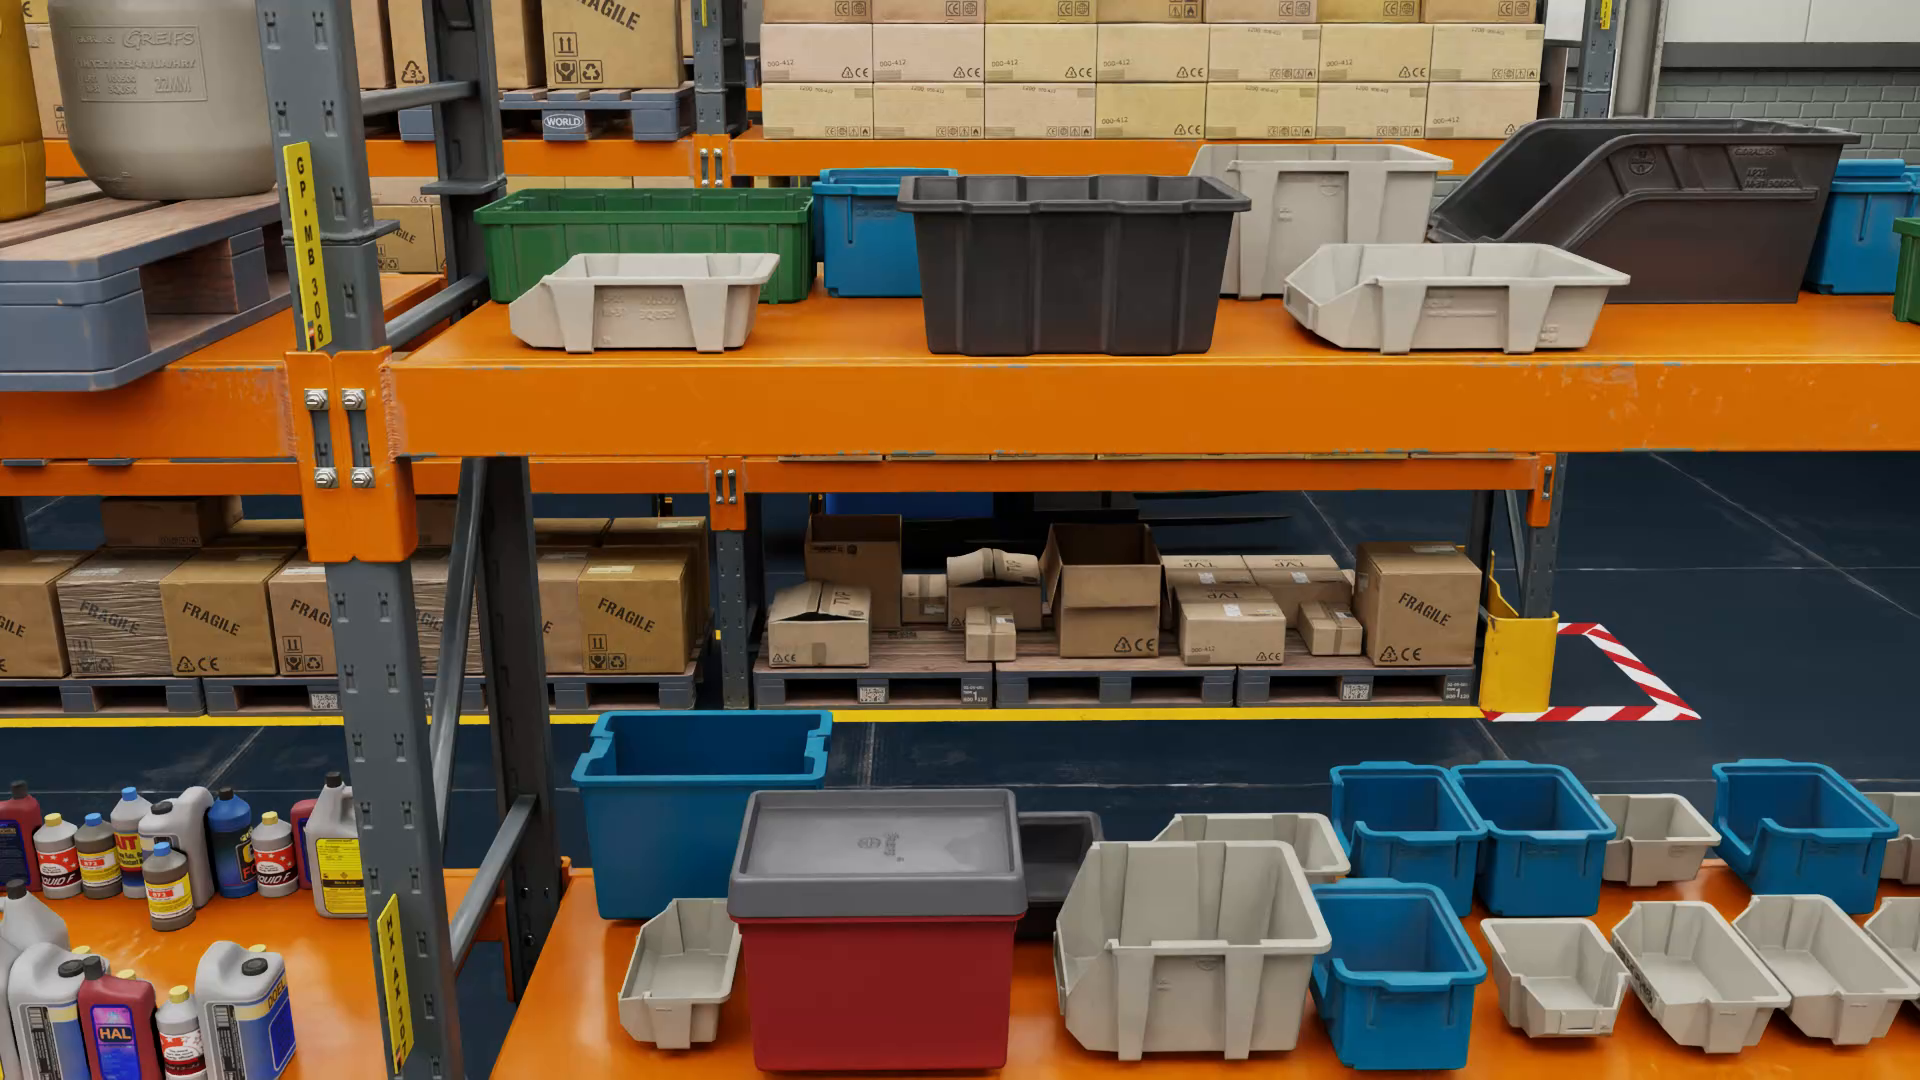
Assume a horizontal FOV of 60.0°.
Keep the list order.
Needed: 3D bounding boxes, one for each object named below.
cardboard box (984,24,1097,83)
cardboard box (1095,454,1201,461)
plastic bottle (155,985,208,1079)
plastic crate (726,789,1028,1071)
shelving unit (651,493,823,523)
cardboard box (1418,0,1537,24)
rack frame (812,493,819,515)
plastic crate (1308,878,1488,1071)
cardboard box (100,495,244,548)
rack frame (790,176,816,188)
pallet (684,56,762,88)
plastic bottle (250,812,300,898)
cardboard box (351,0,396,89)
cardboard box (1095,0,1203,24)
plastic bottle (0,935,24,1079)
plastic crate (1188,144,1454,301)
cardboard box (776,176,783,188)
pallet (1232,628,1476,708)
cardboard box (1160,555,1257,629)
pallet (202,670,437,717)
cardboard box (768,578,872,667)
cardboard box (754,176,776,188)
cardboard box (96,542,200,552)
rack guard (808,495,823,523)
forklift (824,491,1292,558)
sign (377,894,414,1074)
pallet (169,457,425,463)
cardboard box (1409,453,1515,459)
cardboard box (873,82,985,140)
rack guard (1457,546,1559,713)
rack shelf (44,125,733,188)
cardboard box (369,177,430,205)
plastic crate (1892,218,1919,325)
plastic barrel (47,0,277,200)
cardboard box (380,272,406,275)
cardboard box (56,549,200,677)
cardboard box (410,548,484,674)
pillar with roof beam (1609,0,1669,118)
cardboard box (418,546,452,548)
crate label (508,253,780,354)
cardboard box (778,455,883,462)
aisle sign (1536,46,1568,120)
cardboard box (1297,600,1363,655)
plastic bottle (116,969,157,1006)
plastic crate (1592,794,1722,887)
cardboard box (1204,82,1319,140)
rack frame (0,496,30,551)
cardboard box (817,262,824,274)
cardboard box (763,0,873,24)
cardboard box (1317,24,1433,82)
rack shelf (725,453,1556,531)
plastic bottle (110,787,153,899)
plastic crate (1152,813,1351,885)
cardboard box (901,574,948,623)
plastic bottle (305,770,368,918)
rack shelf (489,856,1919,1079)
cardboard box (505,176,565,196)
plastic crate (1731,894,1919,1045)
[{"bbox_3d":[0.357,-2.244,7.649,0.500,0.250,0.500,0,18,-1],"label":"cardboard box"},{"bbox_3d":[0.901,-0.696,8.142,0.500,0.500,0.500,-1,18,-2],"label":"cardboard box"},{"bbox_3d":[-1.563,0.996,3.357,0.097,0.201,0.097,0,18,0],"label":"plastic bottle"},{"bbox_3d":[-0.162,0.805,3.424,0.583,0.464,0.402,0,18,-1],"label":"plastic crate"},{"bbox_3d":[-1.445,-0.680,10.712,1.083,1.500,0.587,-1,18,-4],"label":"shelving unit"},{"bbox_3d":[2.353,-2.685,7.795,0.500,0.500,0.700,0,18,-1],"label":"cardboard box"},{"bbox_3d":[-0.947,-0.691,10.745,0.032,1.500,0.500,-1,18,-4],"label":"rack frame"},{"bbox_3d":[0.891,0.912,3.469,0.300,0.233,0.416,0,18,-1],"label":"plastic crate"},{"bbox_3d":[-4.145,-0.156,8.766,0.500,0.250,0.500,0,18,1],"label":"cardboard box"},{"bbox_3d":[-1.215,-2.234,13.100,0.127,3.000,1.000,0,18,-1],"label":"rack frame"},{"bbox_3d":[-2.131,-3.551,12.611,1.217,0.209,0.805,-1,18,-3],"label":"pallet"},{"bbox_3d":[-1.681,0.765,4.078,0.097,0.201,0.097,0,18,0],"label":"plastic bottle"},{"bbox_3d":[-2.972,-2.457,7.871,0.600,0.600,0.600,-1,18,-3],"label":"cardboard box"},{"bbox_3d":[0.852,-2.699,7.840,0.500,0.500,0.700,0,18,-1],"label":"cardboard box"},{"bbox_3d":[-1.973,0.920,3.350,0.185,0.351,0.144,0,18,-1],"label":"plastic bottle"},{"bbox_3d":[0.720,-0.683,3.548,0.530,0.282,0.437,0,18,-1],"label":"plastic crate"},{"bbox_3d":[-1.679,-2.867,13.163,0.500,0.250,0.500,0,18,1],"label":"cardboard box"},{"bbox_3d":[1.993,0.592,8.856,1.213,0.211,1.003,0,18,-1],"label":"pallet"},{"bbox_3d":[1.318,0.280,9.044,0.500,0.250,0.500,0,18,-1],"label":"cardboard box"},{"bbox_3d":[-3.169,0.629,8.741,1.213,0.211,1.003,0,18,-1],"label":"pallet"},{"bbox_3d":[-0.710,0.414,8.528,0.500,0.311,0.500,0,18,-1],"label":"cardboard box"},{"bbox_3d":[-1.678,-2.709,12.671,0.500,0.250,0.500,0,18,0],"label":"cardboard box"},{"bbox_3d":[-4.201,0.203,8.876,0.500,0.500,0.500,0,18,1],"label":"cardboard box"},{"bbox_3d":[-0.949,-0.095,10.936,0.087,0.250,0.587,-1,18,-4],"label":"rack guard"},{"bbox_3d":[0.628,-1.408,10.640,3.031,2.935,1.130,-1,18,-4],"label":"forklift"},{"bbox_3d":[-1.052,0.828,3.102,0.005,0.325,0.100,0,18,-1],"label":"sign"},{"bbox_3d":[-3.188,-0.621,8.387,1.213,0.211,1.003,0,18,-1],"label":"pallet"},{"bbox_3d":[2.423,-0.702,8.163,0.500,0.500,0.500,0,18,1],"label":"cardboard box"},{"bbox_3d":[-0.143,-2.006,7.724,0.500,0.250,0.500,0,18,-1],"label":"cardboard box"},{"bbox_3d":[2.790,0.450,8.825,0.348,0.500,1.175,0,18,-1],"label":"rack guard"},{"bbox_3d":[-3.133,-1.797,8.006,4.000,0.370,1.077,0,18,-1],"label":"rack shelf"},{"bbox_3d":[-4.219,-2.697,12.632,0.500,0.250,0.500,-1,18,-2],"label":"cardboard box"},{"bbox_3d":[1.959,-0.463,3.016,0.336,0.188,0.450,0,18,-1],"label":"plastic crate"},{"bbox_3d":[-1.589,-0.975,3.356,0.433,0.535,0.433,0,18,0],"label":"plastic barrel"},{"bbox_3d":[-4.363,-2.009,12.779,0.250,0.149,0.380,0,18,1],"label":"cardboard box"},{"bbox_3d":[-4.150,0.360,8.386,0.500,0.500,0.500,-1,18,-3],"label":"cardboard box"},{"bbox_3d":[-2.618,0.352,8.412,0.500,0.500,0.500,0,18,0],"label":"cardboard box"},{"bbox_3d":[5.538,-4.072,9.009,0.400,9.000,9.100,0,18,-1],"label":"pillar with roof beam"},{"bbox_3d":[-2.654,0.194,8.904,0.500,0.500,0.500,0,18,0],"label":"cardboard box"},{"bbox_3d":[-0.565,-0.425,2.982,0.466,0.136,0.293,0,18,-1],"label":"crate label"},{"bbox_3d":[-0.619,-0.688,8.117,0.500,0.500,0.500,0,18,1],"label":"cardboard box"},{"bbox_3d":[2.930,-2.068,8.328,0.004,0.787,0.394,0,18,-1],"label":"aisle sign"},{"bbox_3d":[1.920,0.452,8.647,0.250,0.166,0.380,0,18,-1],"label":"cardboard box"},{"bbox_3d":[-1.698,0.978,3.413,0.097,0.201,0.097,0,18,0],"label":"plastic bottle"},{"bbox_3d":[1.688,0.750,4.133,0.298,0.136,0.250,0,18,-1],"label":"plastic crate"},{"bbox_3d":[1.357,-2.009,7.733,0.500,0.250,0.500,0,18,-1],"label":"cardboard box"},{"bbox_3d":[-5.133,-0.702,8.324,0.127,3.000,1.000,0,18,-1],"label":"rack frame"},{"bbox_3d":[-0.658,-1.161,7.955,0.500,0.500,0.500,0,18,1],"label":"cardboard box"},{"bbox_3d":[-0.648,-2.687,7.801,0.500,0.500,0.700,0,18,-1],"label":"cardboard box"},{"bbox_3d":[1.857,-2.252,7.674,0.500,0.250,0.500,0,18,-1],"label":"cardboard box"},{"bbox_3d":[0.866,-0.388,8.524,4.000,0.370,1.077,0,18,-1],"label":"rack shelf"},{"bbox_3d":[-2.010,0.733,4.062,0.097,0.271,0.097,0,18,0],"label":"plastic bottle"},{"bbox_3d":[0.678,0.789,4.011,0.466,0.136,0.293,0,18,-1],"label":"plastic crate"},{"bbox_3d":[-0.194,0.318,9.094,0.250,0.149,0.380,0,18,-1],"label":"cardboard box"},{"bbox_3d":[-1.456,0.718,3.978,0.185,0.351,0.144,0,18,-1],"label":"plastic bottle"},{"bbox_3d":[0.941,1.125,3.808,4.000,0.370,1.077,0,18,-1],"label":"rack shelf"},{"bbox_3d":[-3.209,-2.705,12.657,0.500,0.250,0.500,-1,18,-2],"label":"cardboard box"},{"bbox_3d":[1.838,0.926,3.584,0.243,0.136,0.396,0,18,-1],"label":"plastic crate"}]
